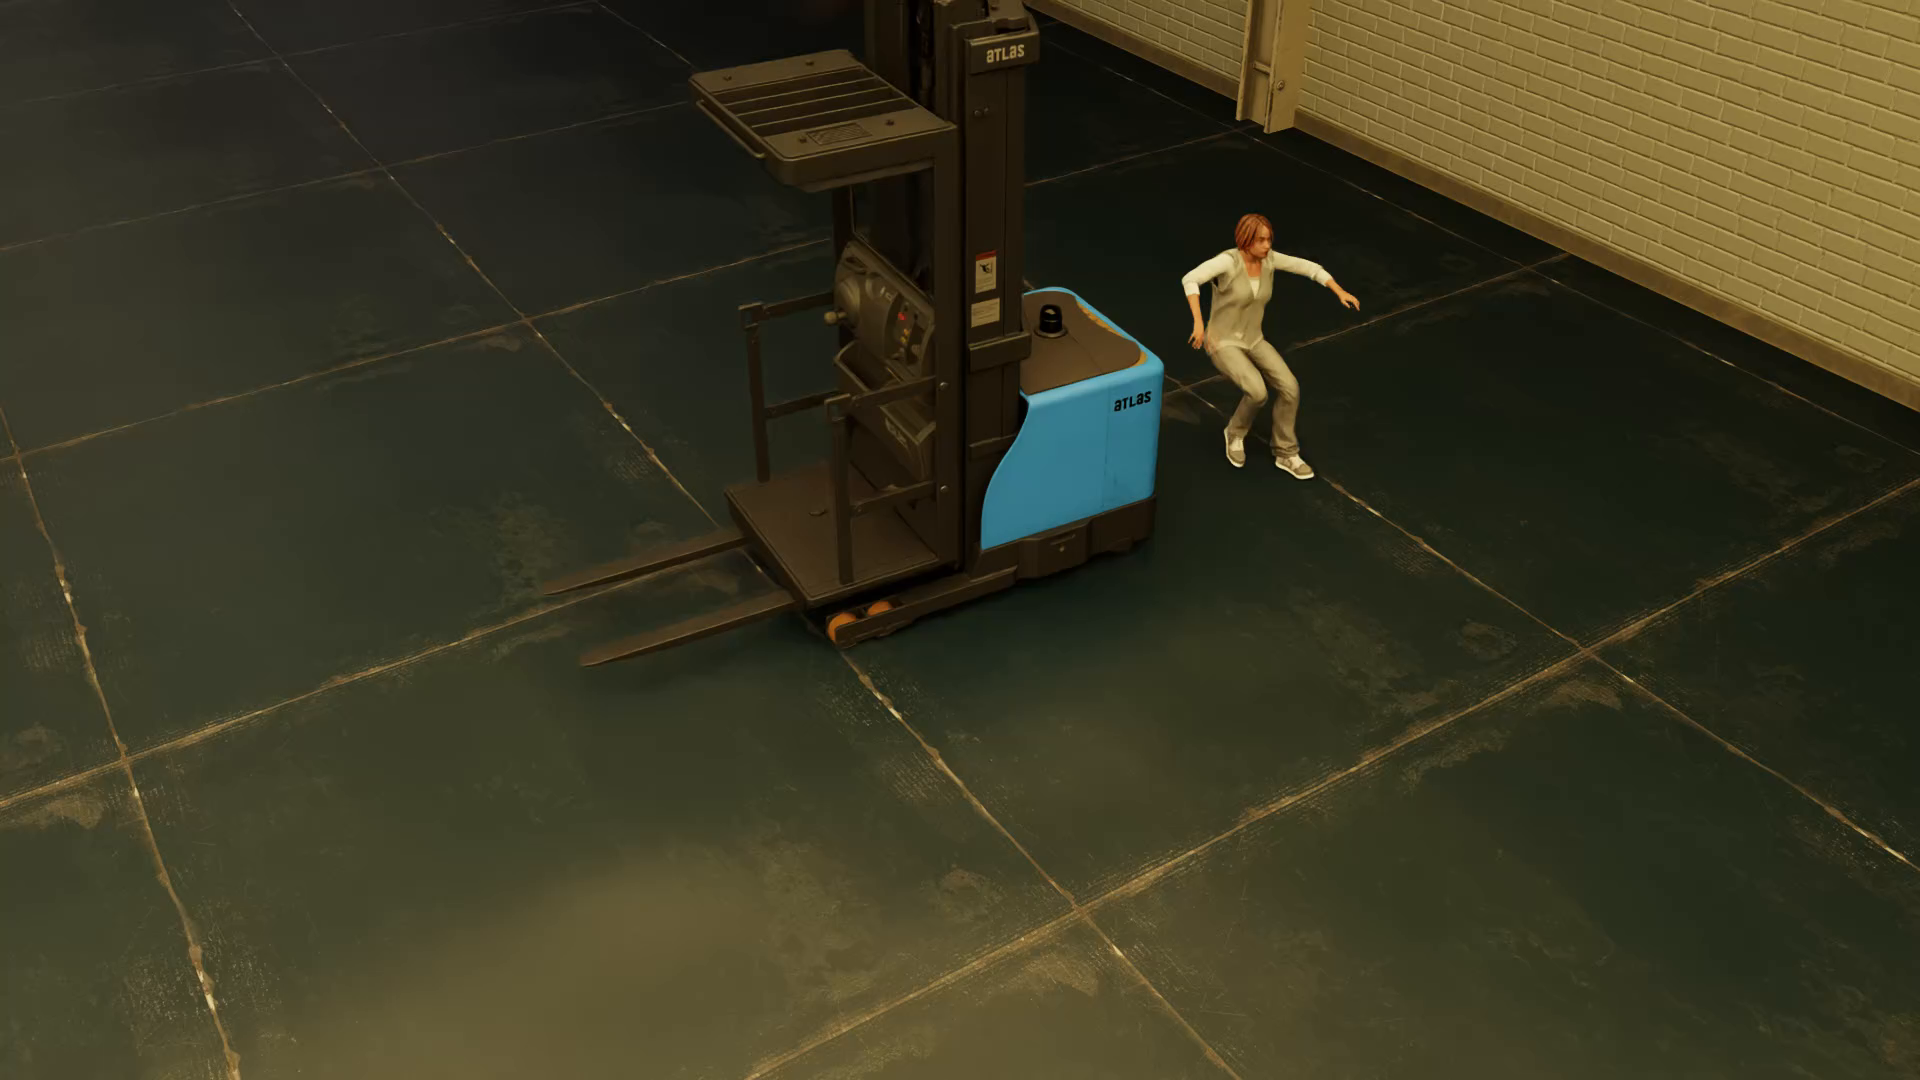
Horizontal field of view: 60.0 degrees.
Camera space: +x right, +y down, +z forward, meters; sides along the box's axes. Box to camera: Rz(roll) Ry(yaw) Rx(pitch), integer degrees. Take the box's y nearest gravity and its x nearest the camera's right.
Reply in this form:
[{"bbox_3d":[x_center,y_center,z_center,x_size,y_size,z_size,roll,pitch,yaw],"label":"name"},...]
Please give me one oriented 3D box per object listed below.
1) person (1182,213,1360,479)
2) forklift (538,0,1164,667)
[{"bbox_3d":[1.616,-1.015,8.927,0.938,1.377,0.745,-20,40,-26],"label":"person"},{"bbox_3d":[-0.535,-1.030,7.613,3.031,2.935,1.130,-17,39,-23],"label":"forklift"}]
